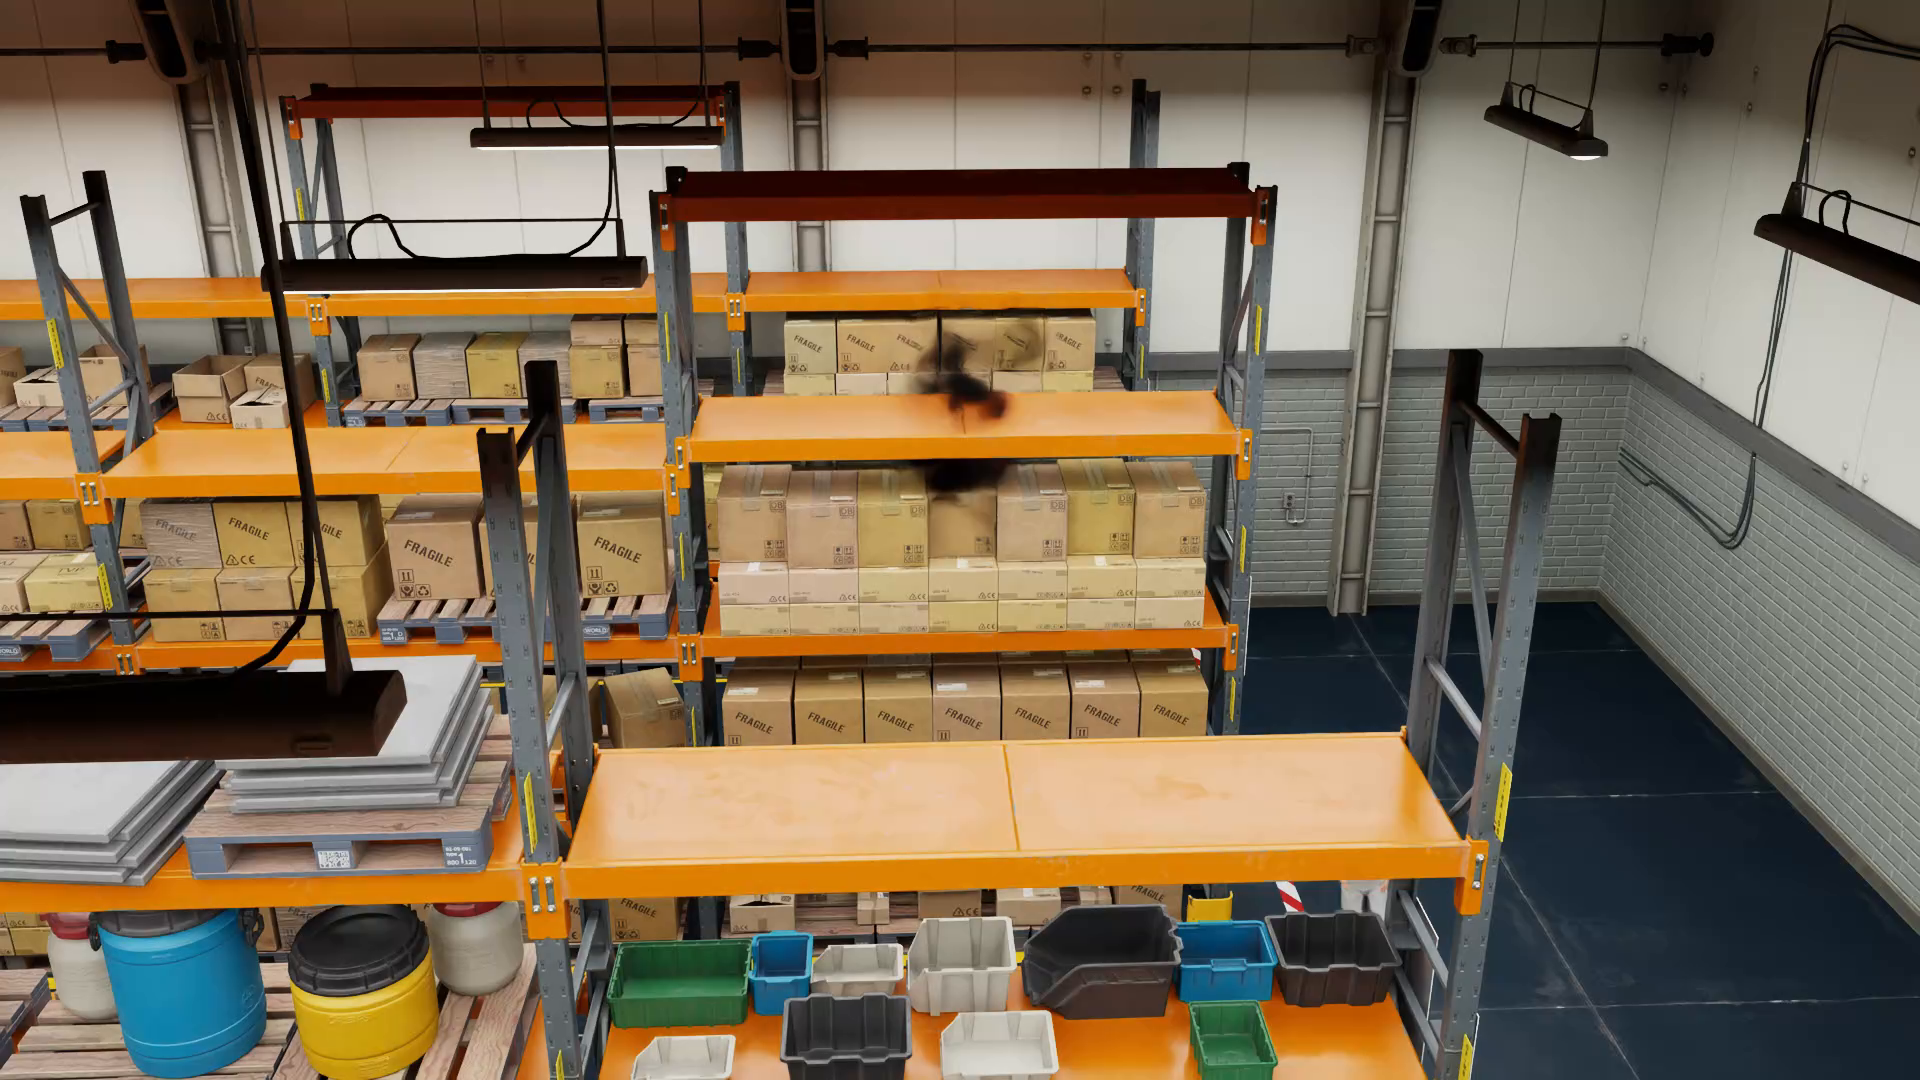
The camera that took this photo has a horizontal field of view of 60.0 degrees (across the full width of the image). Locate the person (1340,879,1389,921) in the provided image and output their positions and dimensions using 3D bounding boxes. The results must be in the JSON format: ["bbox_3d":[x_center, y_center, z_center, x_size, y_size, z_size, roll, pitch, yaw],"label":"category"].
[{"bbox_3d":[2.954,2.511,12.213,0.569,1.584,0.521,6,23,14],"label":"person"}]
